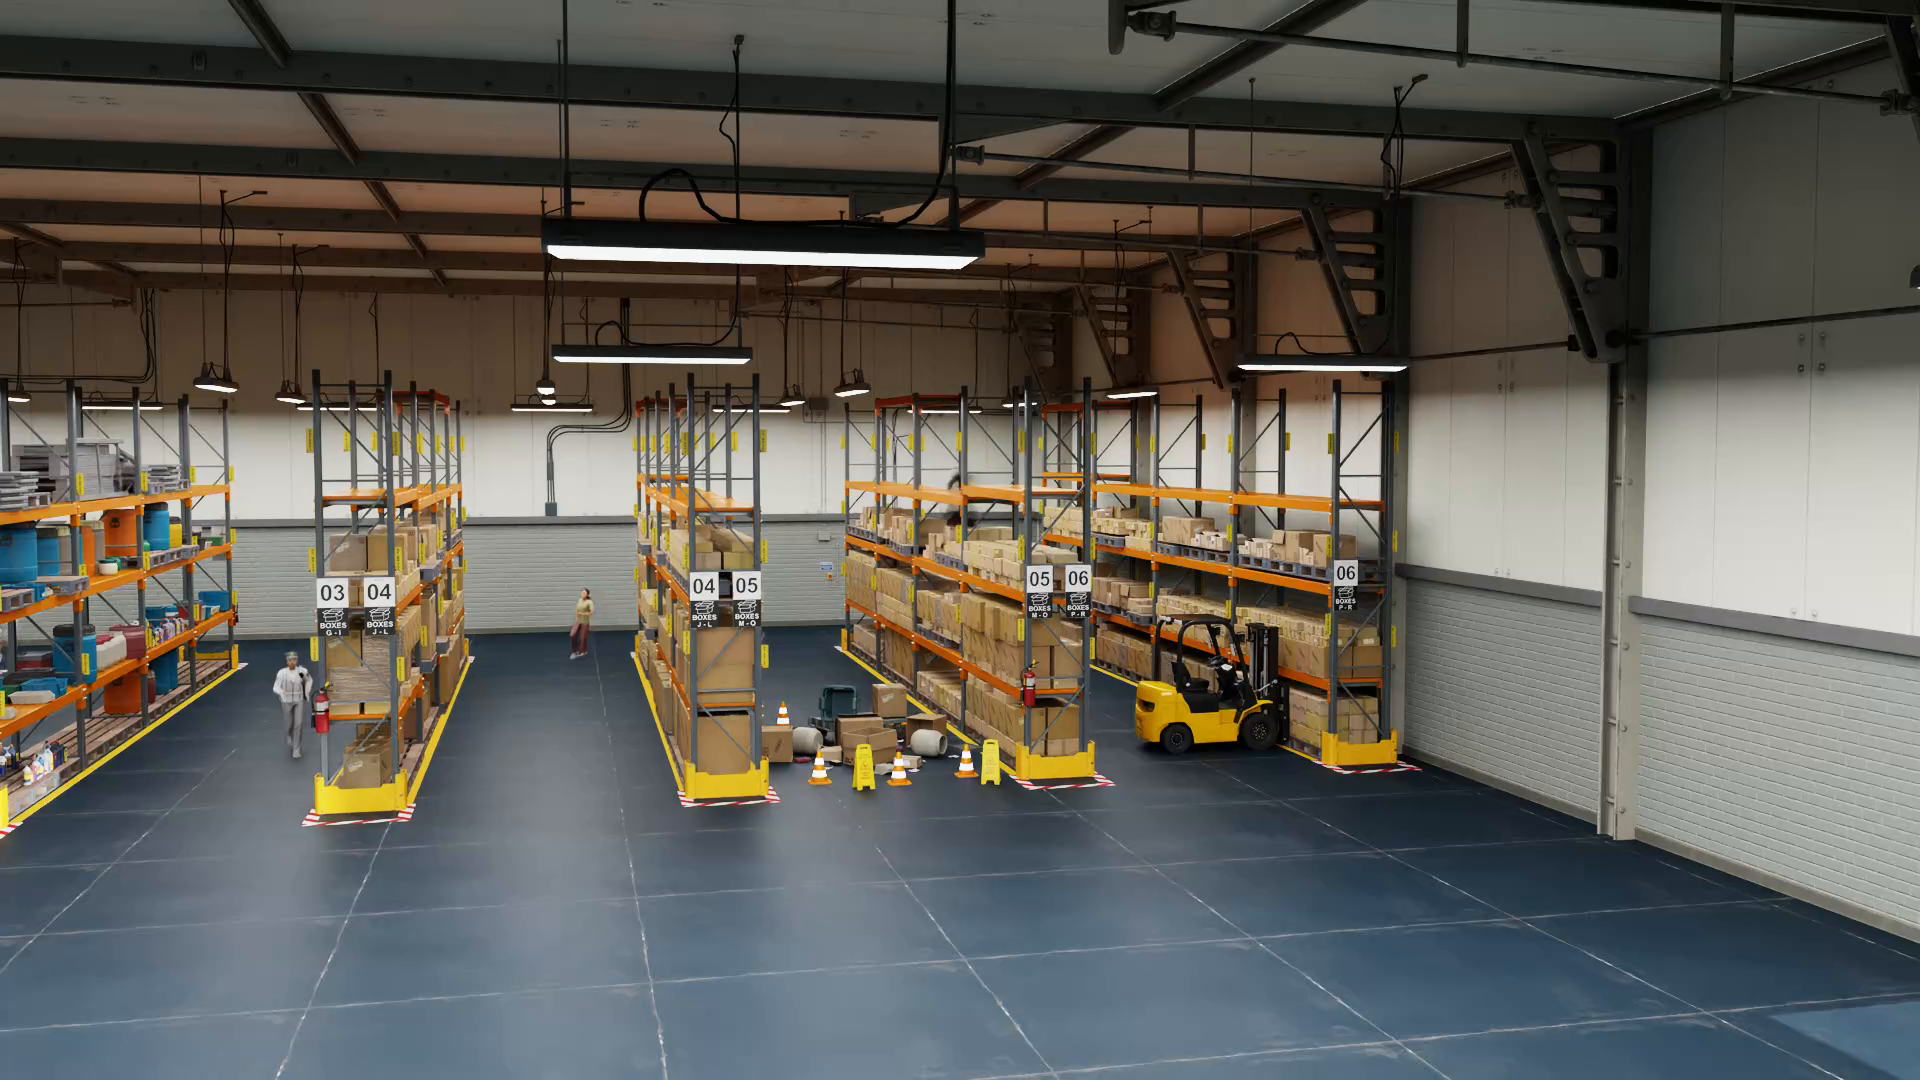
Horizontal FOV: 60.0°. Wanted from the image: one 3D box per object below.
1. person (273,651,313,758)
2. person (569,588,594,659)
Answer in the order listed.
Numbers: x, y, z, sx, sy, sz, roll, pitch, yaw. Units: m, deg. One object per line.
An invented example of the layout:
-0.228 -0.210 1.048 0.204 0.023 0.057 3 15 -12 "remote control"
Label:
-10.744 2.614 26.814 0.600 1.681 0.854 -1 4 -23 "person"
-8.755 1.952 38.782 0.609 1.686 0.661 1 3 16 "person"
